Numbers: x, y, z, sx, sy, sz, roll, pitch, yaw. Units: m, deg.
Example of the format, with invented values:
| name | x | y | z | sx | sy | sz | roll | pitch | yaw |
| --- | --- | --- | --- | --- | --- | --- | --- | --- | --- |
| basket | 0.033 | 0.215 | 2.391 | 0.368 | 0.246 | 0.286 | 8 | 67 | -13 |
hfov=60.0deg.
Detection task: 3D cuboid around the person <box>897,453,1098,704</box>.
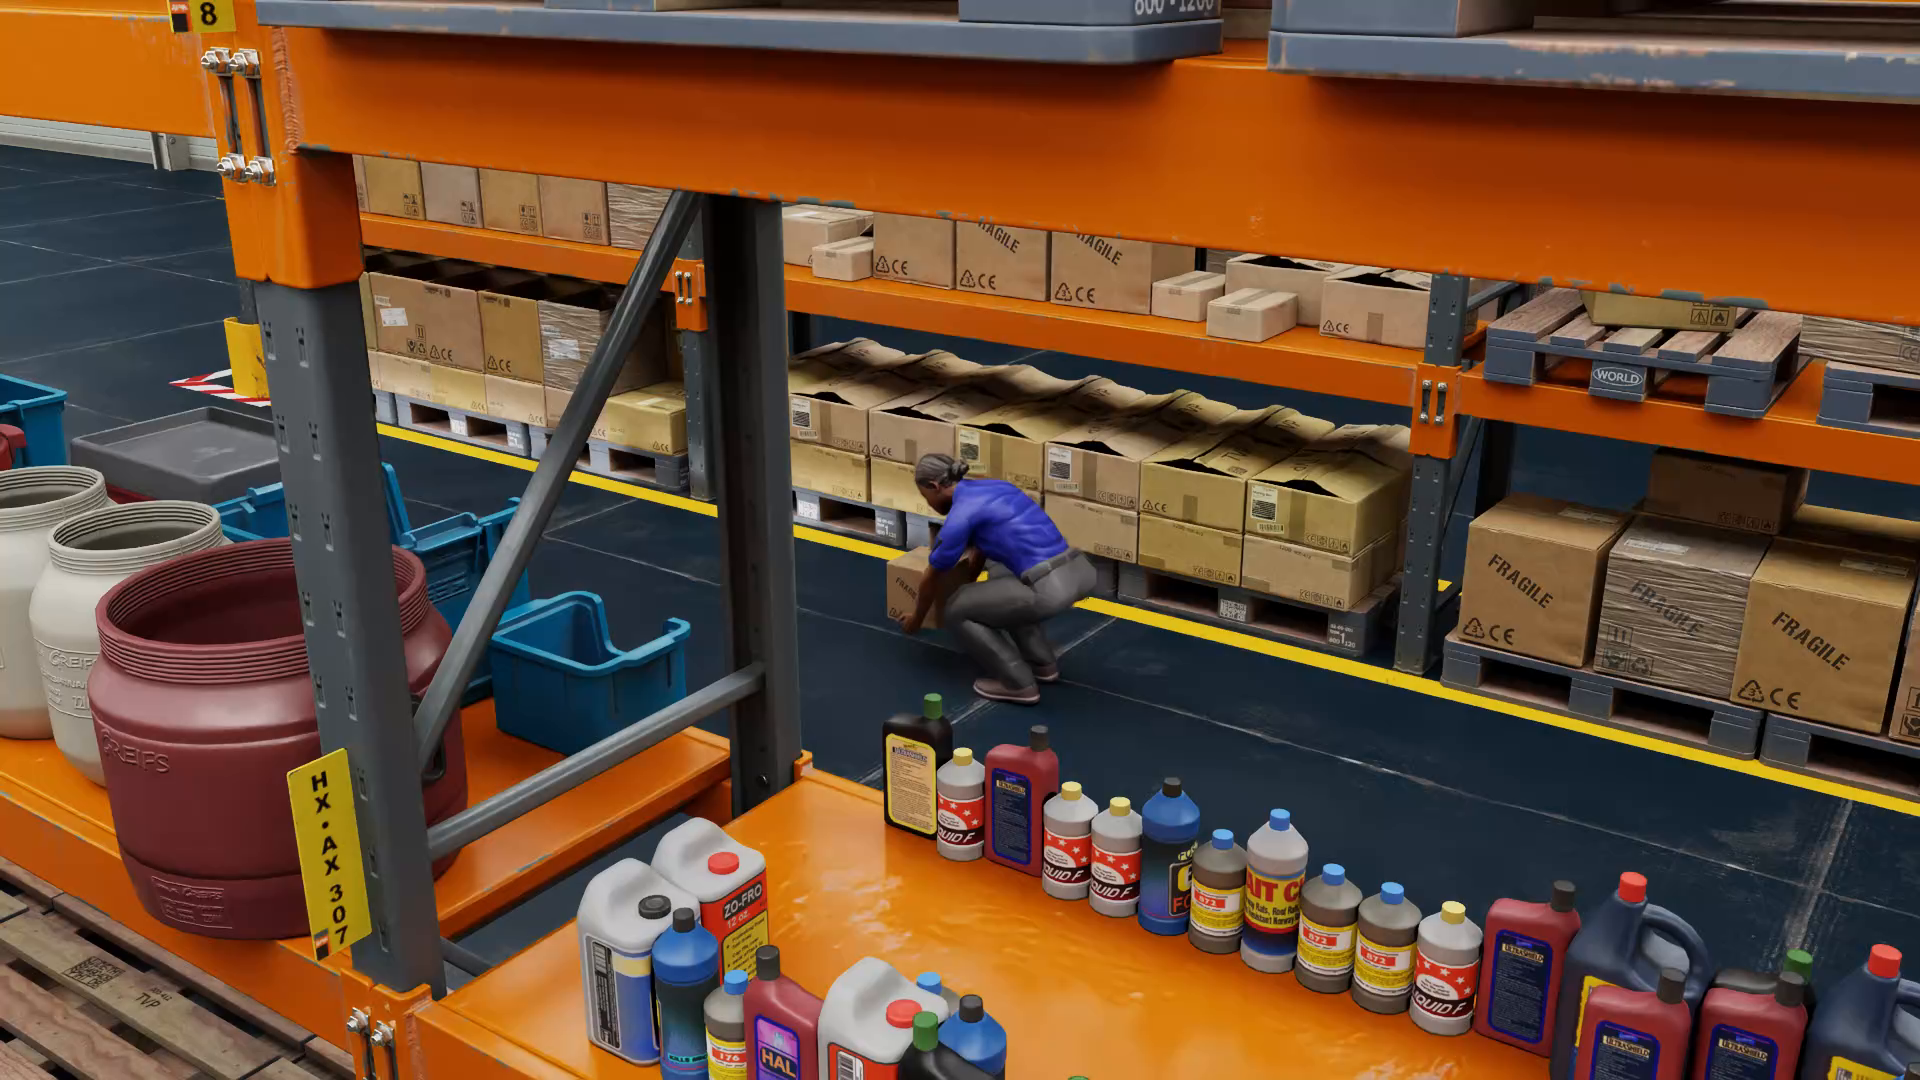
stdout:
| name | x | y | z | sx | sy | sz | roll | pitch | yaw |
| --- | --- | --- | --- | --- | --- | --- | --- | --- | --- |
| person | 0.145 | 0.141 | 6.728 | 0.808 | 0.958 | 0.475 | 13 | 24 | 32 |
